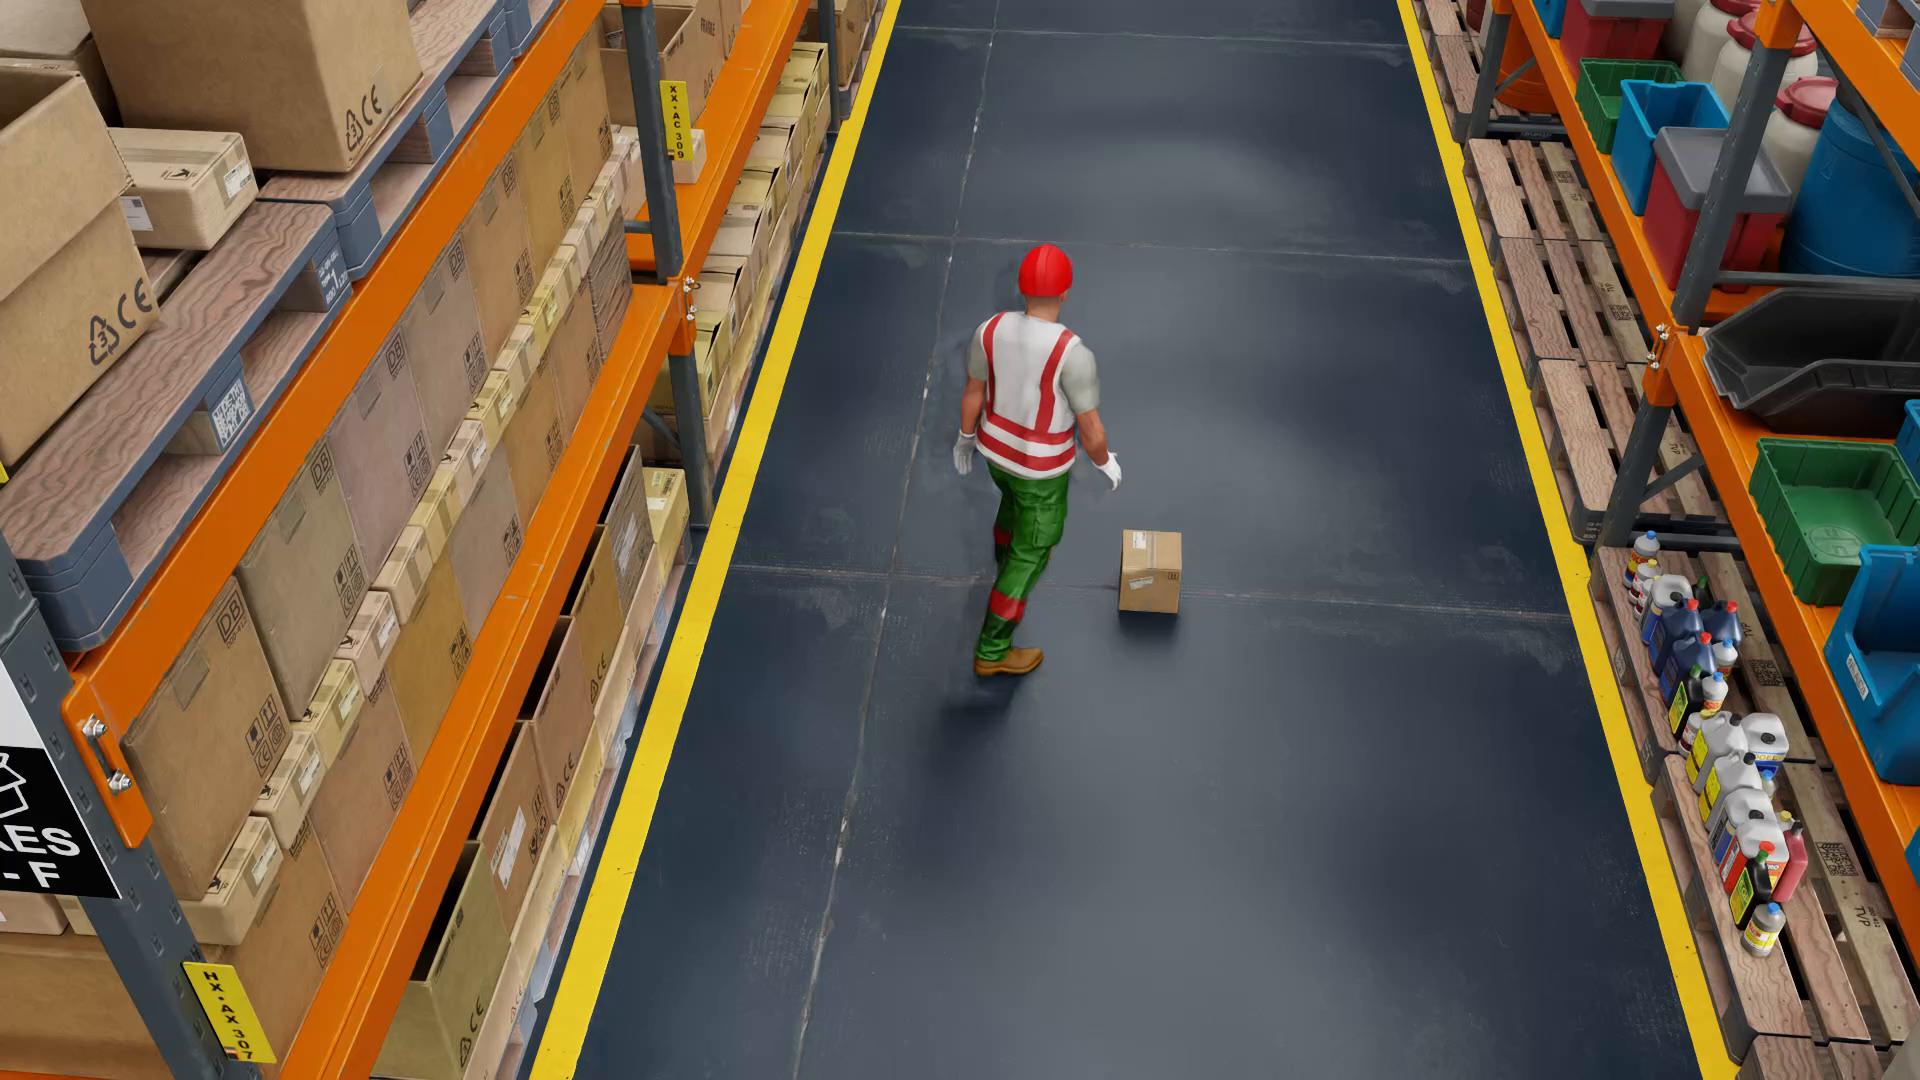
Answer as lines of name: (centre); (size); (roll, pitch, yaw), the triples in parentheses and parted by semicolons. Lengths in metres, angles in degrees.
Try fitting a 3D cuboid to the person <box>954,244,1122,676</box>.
person: (0.272, -0.319, 6.544); (0.644, 1.754, 0.827); (27, 47, 29)
